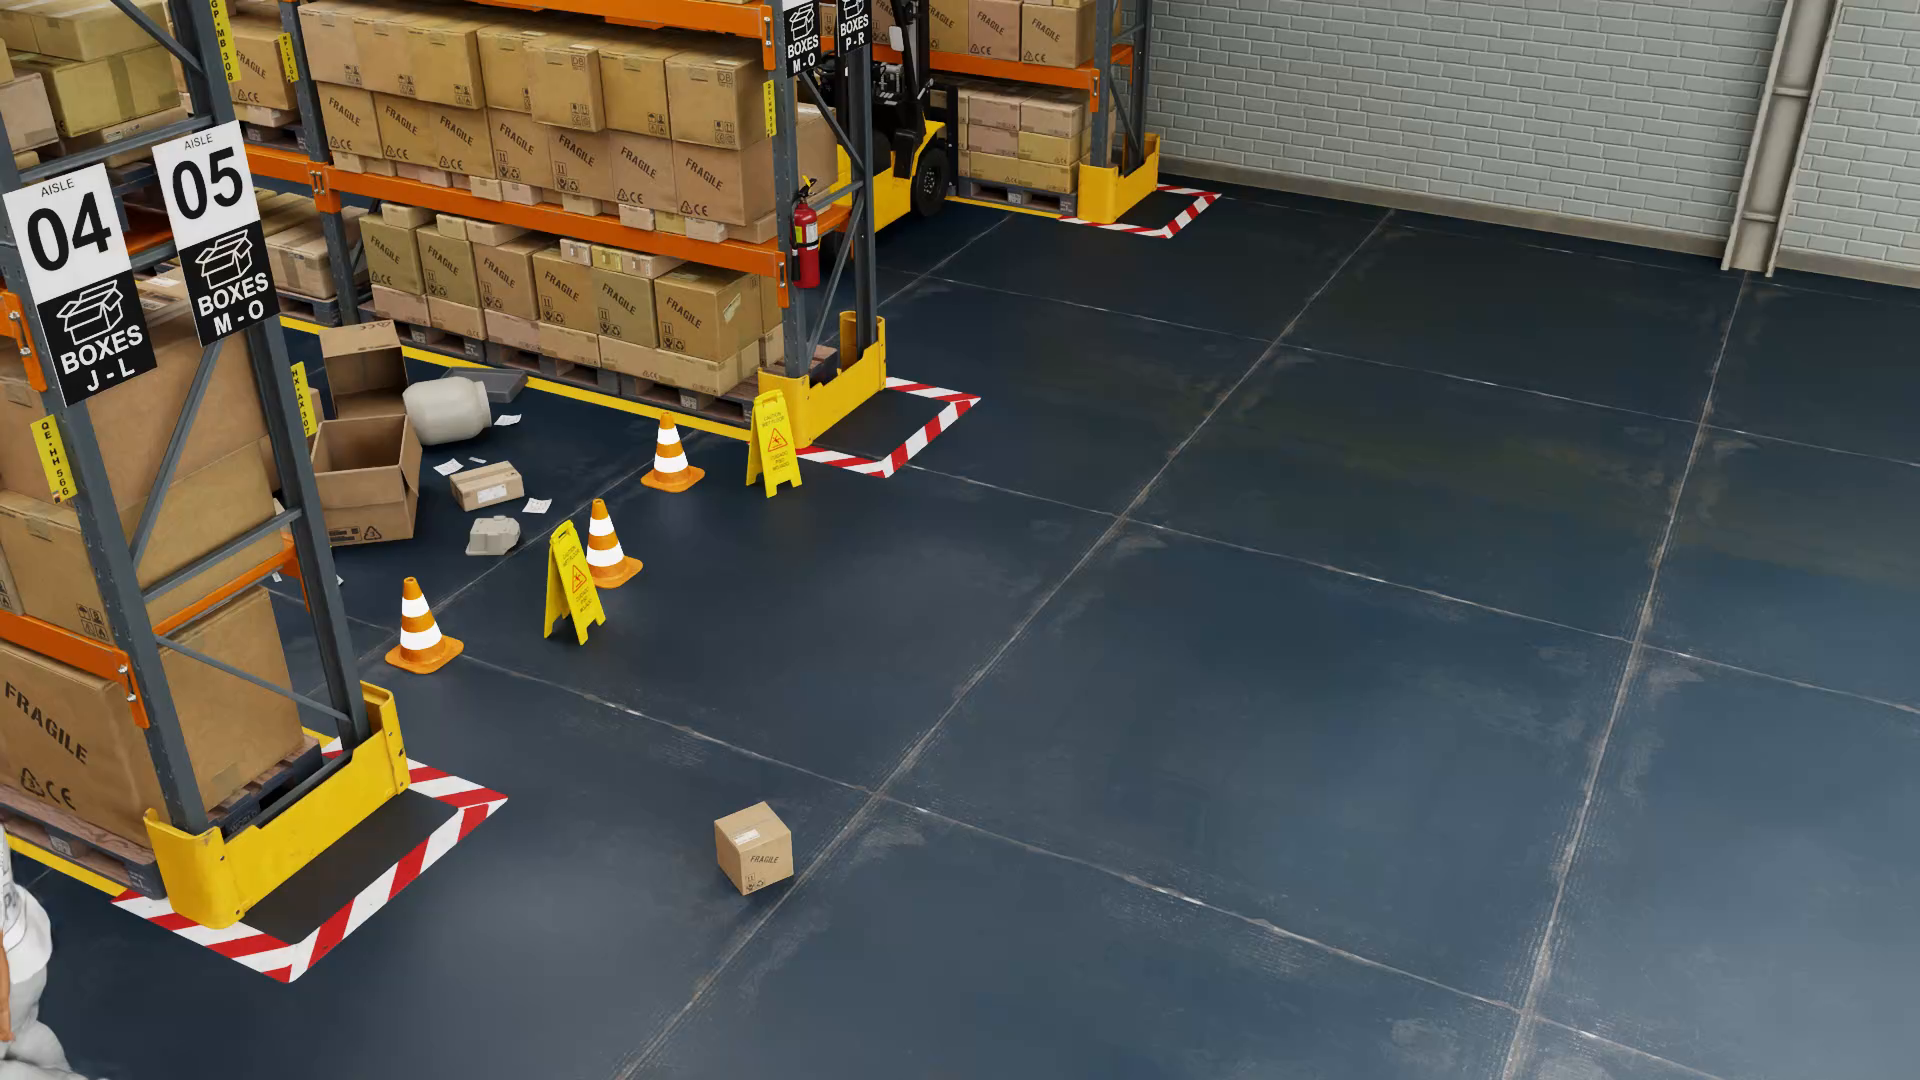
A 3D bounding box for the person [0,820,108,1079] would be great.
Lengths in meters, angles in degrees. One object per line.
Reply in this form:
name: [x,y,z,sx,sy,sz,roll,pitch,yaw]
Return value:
person: [-3.338,1.469,5.713,0.456,1.657,0.515,-14,33,-22]
